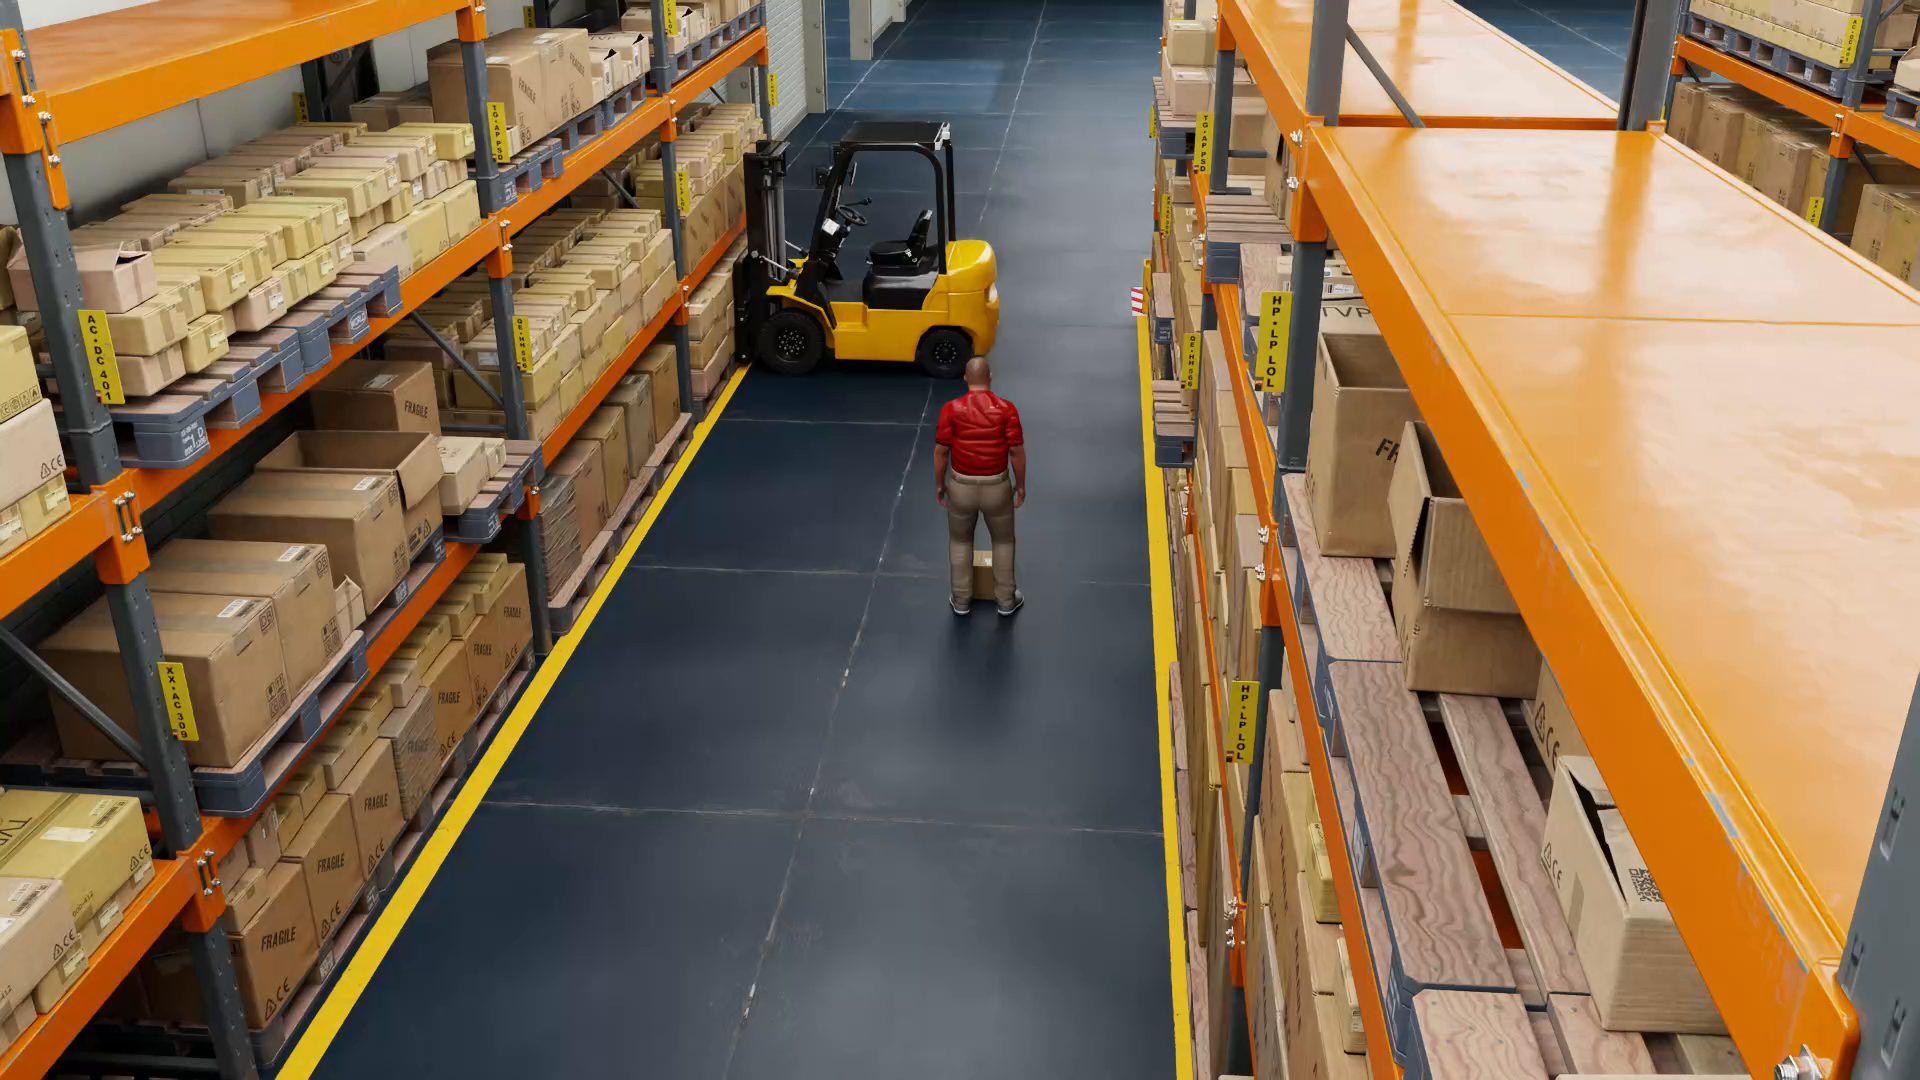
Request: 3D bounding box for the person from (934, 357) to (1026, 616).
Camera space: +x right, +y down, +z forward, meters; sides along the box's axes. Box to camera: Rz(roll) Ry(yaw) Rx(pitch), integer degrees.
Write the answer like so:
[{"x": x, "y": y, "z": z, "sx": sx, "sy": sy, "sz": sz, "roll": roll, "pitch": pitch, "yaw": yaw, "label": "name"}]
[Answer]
[{"x": 0.130, "y": -0.332, "z": 10.760, "sx": 0.591, "sy": 1.726, "sz": 0.388, "roll": 2, "pitch": 24, "yaw": 3, "label": "person"}]
